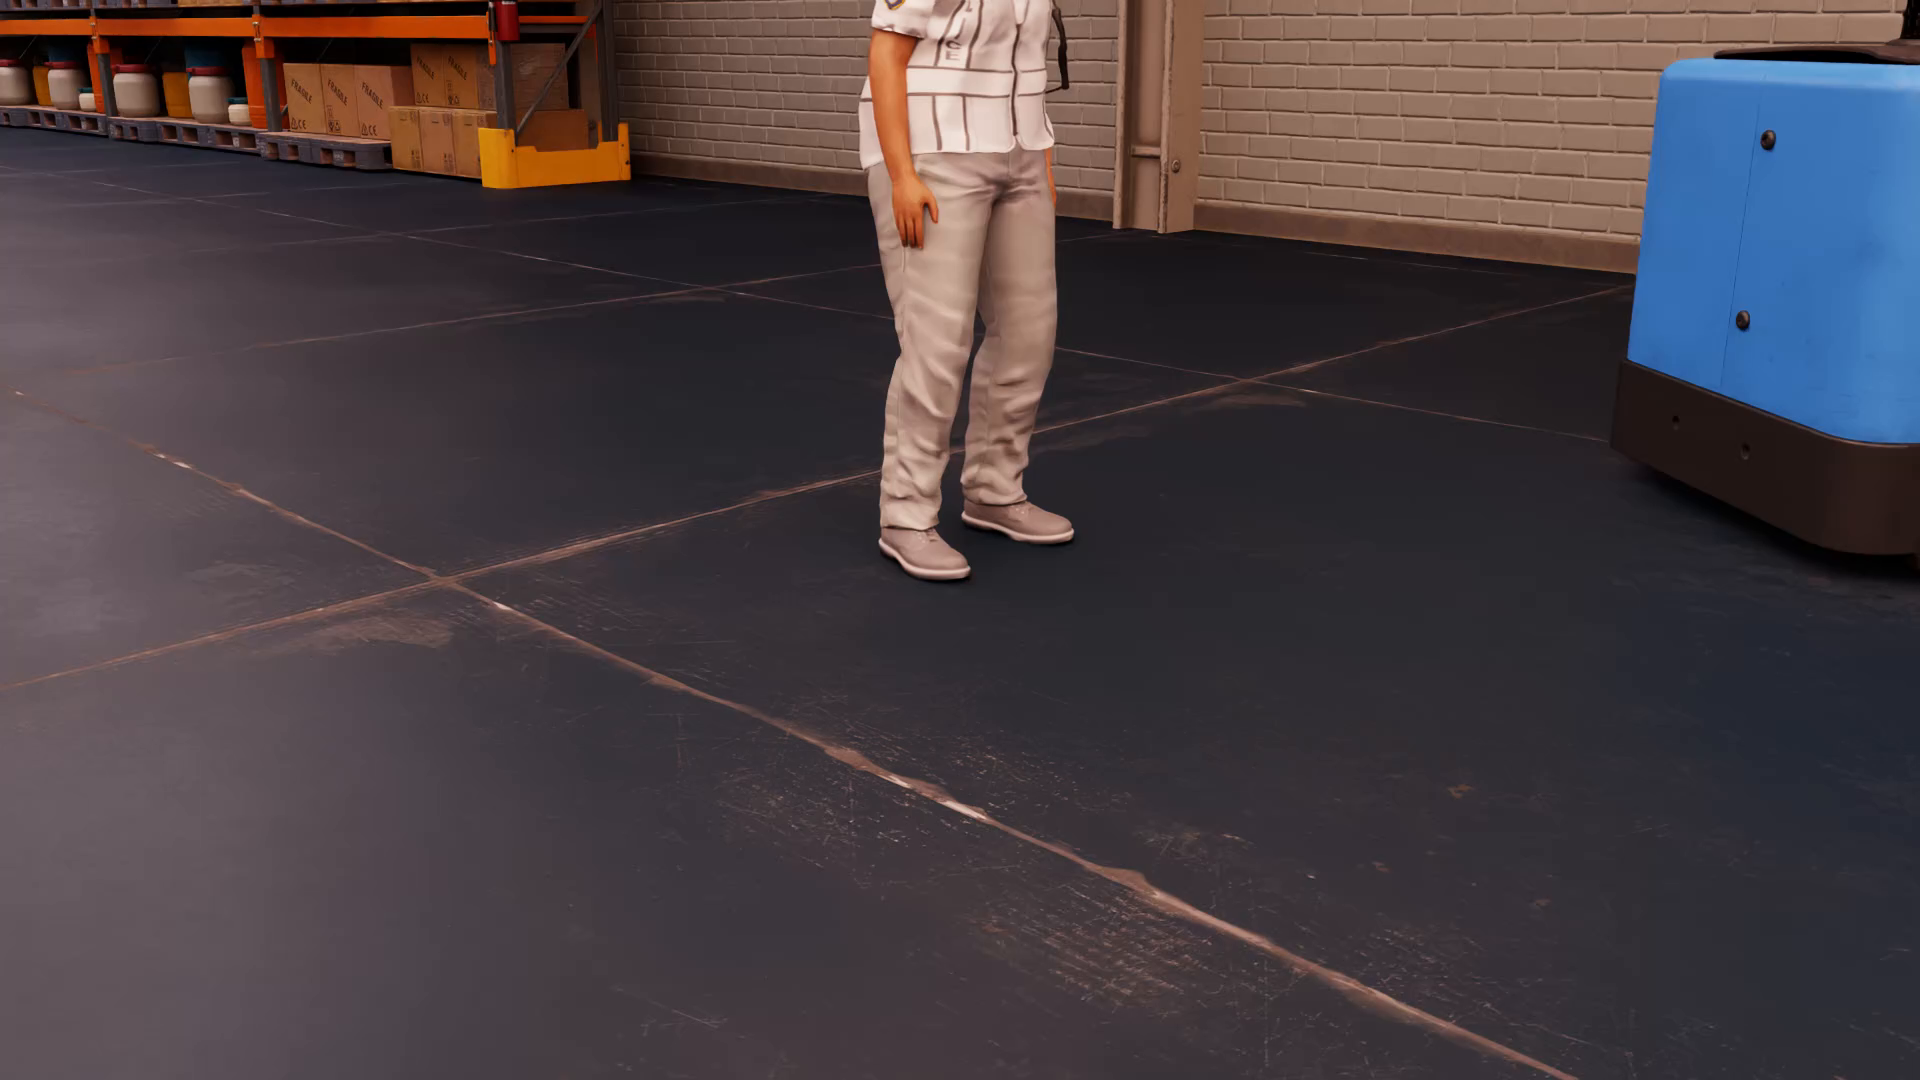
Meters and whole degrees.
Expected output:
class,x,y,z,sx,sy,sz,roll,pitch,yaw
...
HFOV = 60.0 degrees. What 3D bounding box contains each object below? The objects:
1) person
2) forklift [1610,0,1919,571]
class,x,y,z,sx,sy,sz,roll,pitch,yaw
person,0.031,-0.785,3.618,0.466,1.666,0.546,15,23,40
forklift,3.299,-1.506,3.804,3.031,2.935,1.130,-2,17,-7
